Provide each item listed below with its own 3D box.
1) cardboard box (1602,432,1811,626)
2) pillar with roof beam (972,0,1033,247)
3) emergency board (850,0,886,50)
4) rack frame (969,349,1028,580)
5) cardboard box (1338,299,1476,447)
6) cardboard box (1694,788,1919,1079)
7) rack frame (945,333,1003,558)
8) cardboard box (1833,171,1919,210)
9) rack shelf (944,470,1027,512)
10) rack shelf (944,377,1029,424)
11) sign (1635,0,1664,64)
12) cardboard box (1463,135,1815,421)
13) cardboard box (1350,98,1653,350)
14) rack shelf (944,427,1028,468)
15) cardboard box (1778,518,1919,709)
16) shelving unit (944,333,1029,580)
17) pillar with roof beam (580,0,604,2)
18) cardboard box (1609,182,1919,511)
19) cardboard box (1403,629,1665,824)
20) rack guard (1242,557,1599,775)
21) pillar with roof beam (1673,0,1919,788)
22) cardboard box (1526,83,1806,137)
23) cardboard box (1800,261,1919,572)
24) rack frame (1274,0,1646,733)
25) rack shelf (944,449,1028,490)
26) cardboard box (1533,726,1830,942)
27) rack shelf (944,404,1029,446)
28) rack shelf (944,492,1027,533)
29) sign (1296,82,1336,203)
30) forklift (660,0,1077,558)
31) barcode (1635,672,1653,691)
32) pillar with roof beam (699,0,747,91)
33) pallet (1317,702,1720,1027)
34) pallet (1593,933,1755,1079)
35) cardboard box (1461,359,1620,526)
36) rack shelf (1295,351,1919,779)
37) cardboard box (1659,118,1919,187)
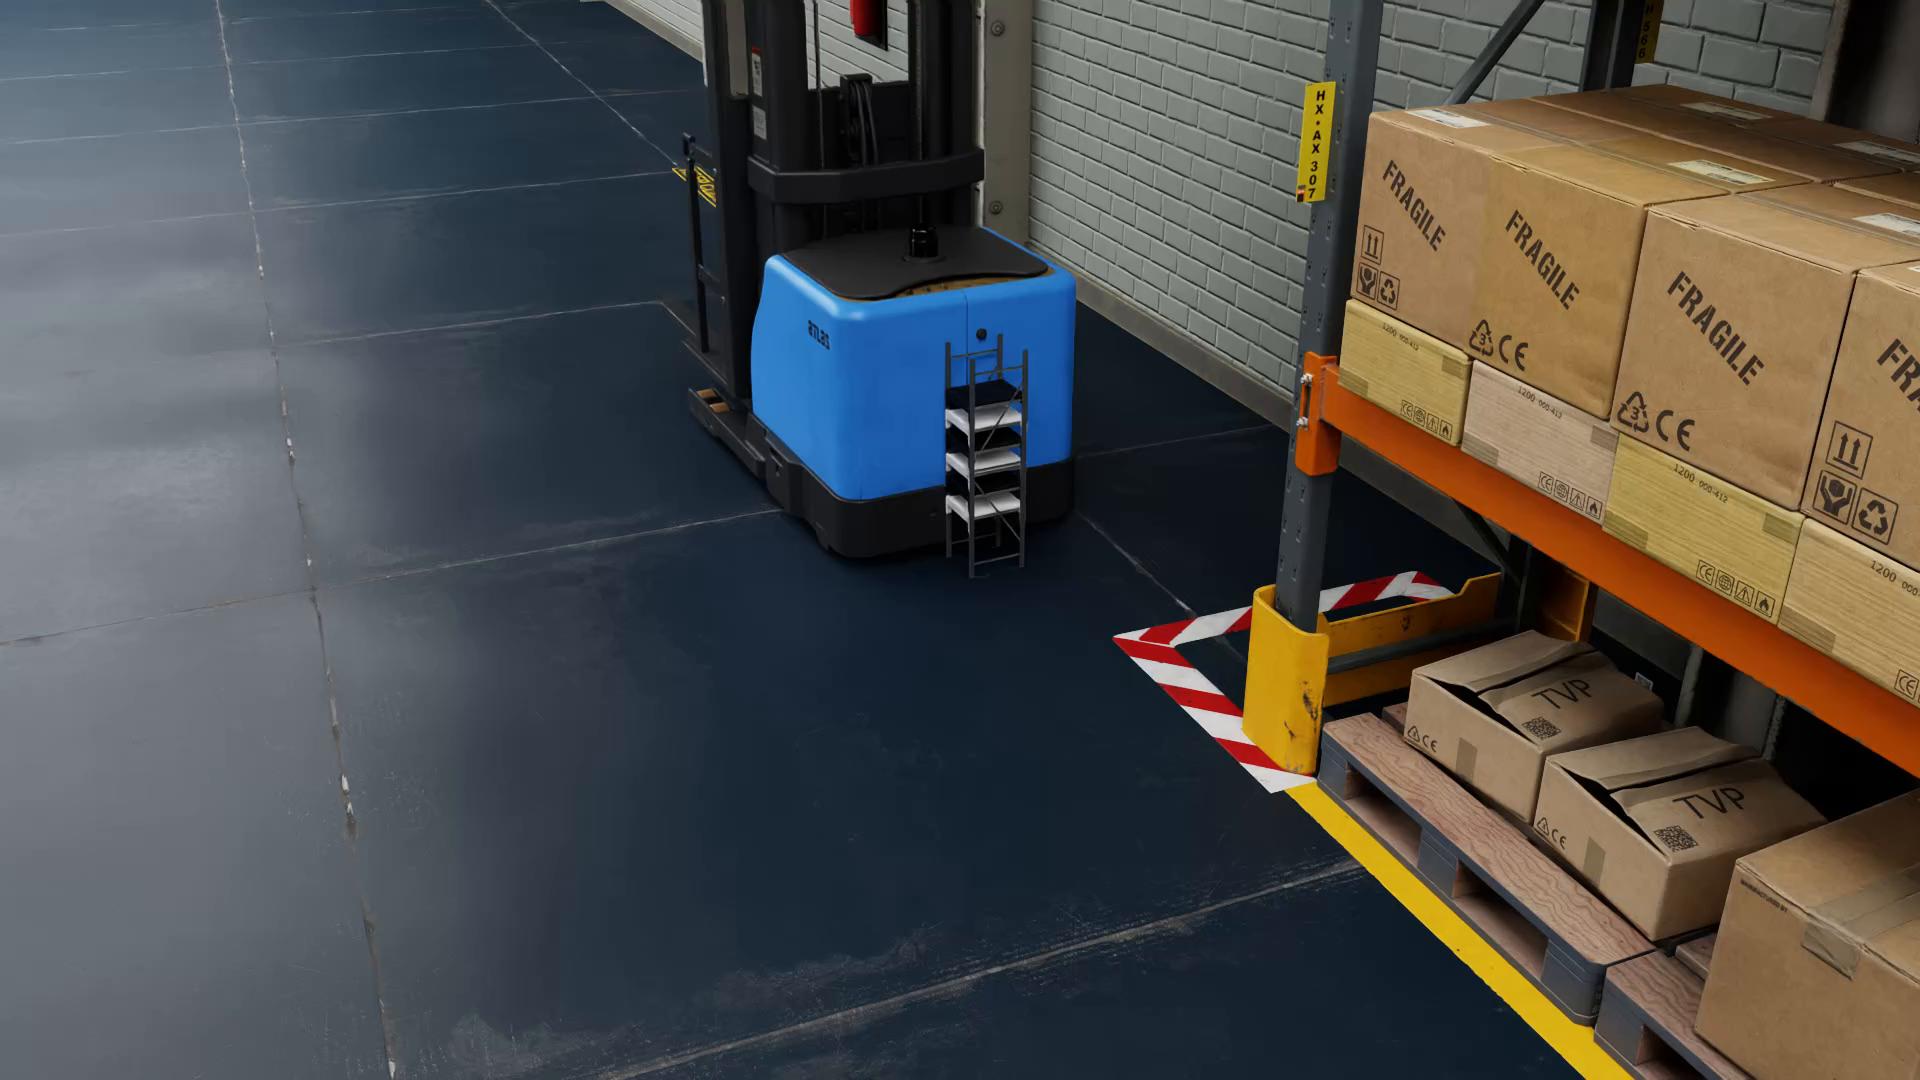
[{"bbox_3d":[1.793,-0.076,3.636,0.500,0.250,0.500,-11,28,-21],"label":"cardboard box"},{"bbox_3d":[-3.758,-5.045,6.825,9.100,9.000,0.400,-11,28,-21],"label":"pillar with roof beam"},{"bbox_3d":[-0.729,-4.093,11.713,0.194,1.169,0.643,-11,28,-21],"label":"emergency board"},{"bbox_3d":[0.143,-0.275,6.288,0.240,0.900,0.006,-12,29,-23],"label":"rack frame"},{"bbox_3d":[1.382,-0.490,4.483,0.500,0.250,0.500,-11,28,-22],"label":"cardboard box"},{"bbox_3d":[2.136,0.955,3.723,0.700,0.500,0.500,-12,29,-24],"label":"cardboard box"},{"bbox_3d":[0.054,-0.355,6.452,0.240,0.900,0.006,-12,29,-23],"label":"rack frame"},{"bbox_3d":[2.258,-0.512,3.673,0.500,0.500,0.500,-11,28,-22],"label":"cardboard box"},{"bbox_3d":[0.099,-0.204,6.424,0.258,0.077,0.200,-12,29,-23],"label":"rack shelf"},{"bbox_3d":[0.099,-0.528,6.266,0.258,0.077,0.200,-12,29,-23],"label":"rack shelf"},{"bbox_3d":[2.002,-1.550,4.825,0.100,0.325,0.005,-11,28,-21],"label":"sign"},{"bbox_3d":[1.578,-0.633,3.921,0.500,0.500,0.500,-10,28,-20],"label":"cardboard box"},{"bbox_3d":[1.394,-0.834,4.333,0.500,0.500,0.500,-11,28,-21],"label":"cardboard box"},{"bbox_3d":[0.099,-0.366,6.345,0.258,0.077,0.200,-12,29,-23],"label":"rack shelf"},{"bbox_3d":[1.989,0.128,3.217,0.500,0.250,0.500,-10,28,-20],"label":"cardboard box"},{"bbox_3d":[0.099,-0.315,6.370,0.258,0.900,0.210,-12,29,-23],"label":"shelving unit"},{"bbox_3d":[-8.457,-9.889,16.747,9.100,9.000,0.400,-11,28,-21],"label":"pillar with roof beam"},{"bbox_3d":[1.775,-0.423,3.492,0.500,0.500,0.500,-12,28,-22],"label":"cardboard box"},{"bbox_3d":[1.671,0.505,4.860,0.500,0.311,0.500,-14,29,-26],"label":"cardboard box"},{"bbox_3d":[1.513,0.354,5.456,1.175,0.500,0.348,-11,28,-21],"label":"rack guard"},{"bbox_3d":[-1.408,-2.622,1.864,9.100,9.000,0.400,-11,28,-21],"label":"pillar with roof beam"},{"bbox_3d":[1.863,-0.925,4.519,0.500,0.500,0.500,-11,28,-21],"label":"cardboard box"},{"bbox_3d":[1.988,-0.217,3.069,0.500,0.500,0.500,-10,28,-19],"label":"cardboard box"},{"bbox_3d":[1.483,-0.800,4.970,1.000,3.000,0.127,-11,28,-21],"label":"rack frame"},{"bbox_3d":[0.099,-0.285,6.384,0.258,0.077,0.200,-12,29,-23],"label":"rack shelf"},{"bbox_3d":[1.895,0.735,4.388,0.500,0.311,0.500,-8,27,-16],"label":"cardboard box"},{"bbox_3d":[0.099,-0.447,6.305,0.258,0.077,0.200,-12,29,-23],"label":"rack shelf"},{"bbox_3d":[0.099,-0.123,6.463,0.258,0.077,0.200,-12,29,-23],"label":"rack shelf"},{"bbox_3d":[0.984,-1.096,4.589,0.100,0.325,0.005,-11,28,-21],"label":"sign"},{"bbox_3d":[-0.630,-1.864,7.227,1.130,2.935,3.031,-12,29,-23],"label":"forklift"},{"bbox_3d":[2.046,0.440,4.983,0.001,0.075,0.075,-11,28,-21],"label":"barcode"},{"bbox_3d":[-6.107,-7.467,11.786,9.100,9.000,0.400,-11,28,-21],"label":"pillar with roof beam"},{"bbox_3d":[1.799,0.818,4.835,1.003,0.211,1.213,-11,28,-21],"label":"pallet"},{"bbox_3d":[2.272,1.309,3.828,1.003,0.211,1.213,-11,28,-21],"label":"pallet"},{"bbox_3d":[1.599,-0.283,4.059,0.500,0.250,0.500,-11,28,-22],"label":"cardboard box"},{"bbox_3d":[2.266,0.331,3.474,1.077,0.370,4.000,-11,28,-21],"label":"rack shelf"},{"bbox_3d":[2.051,-0.720,4.099,0.500,0.500,0.500,-10,28,-20],"label":"cardboard box"}]
